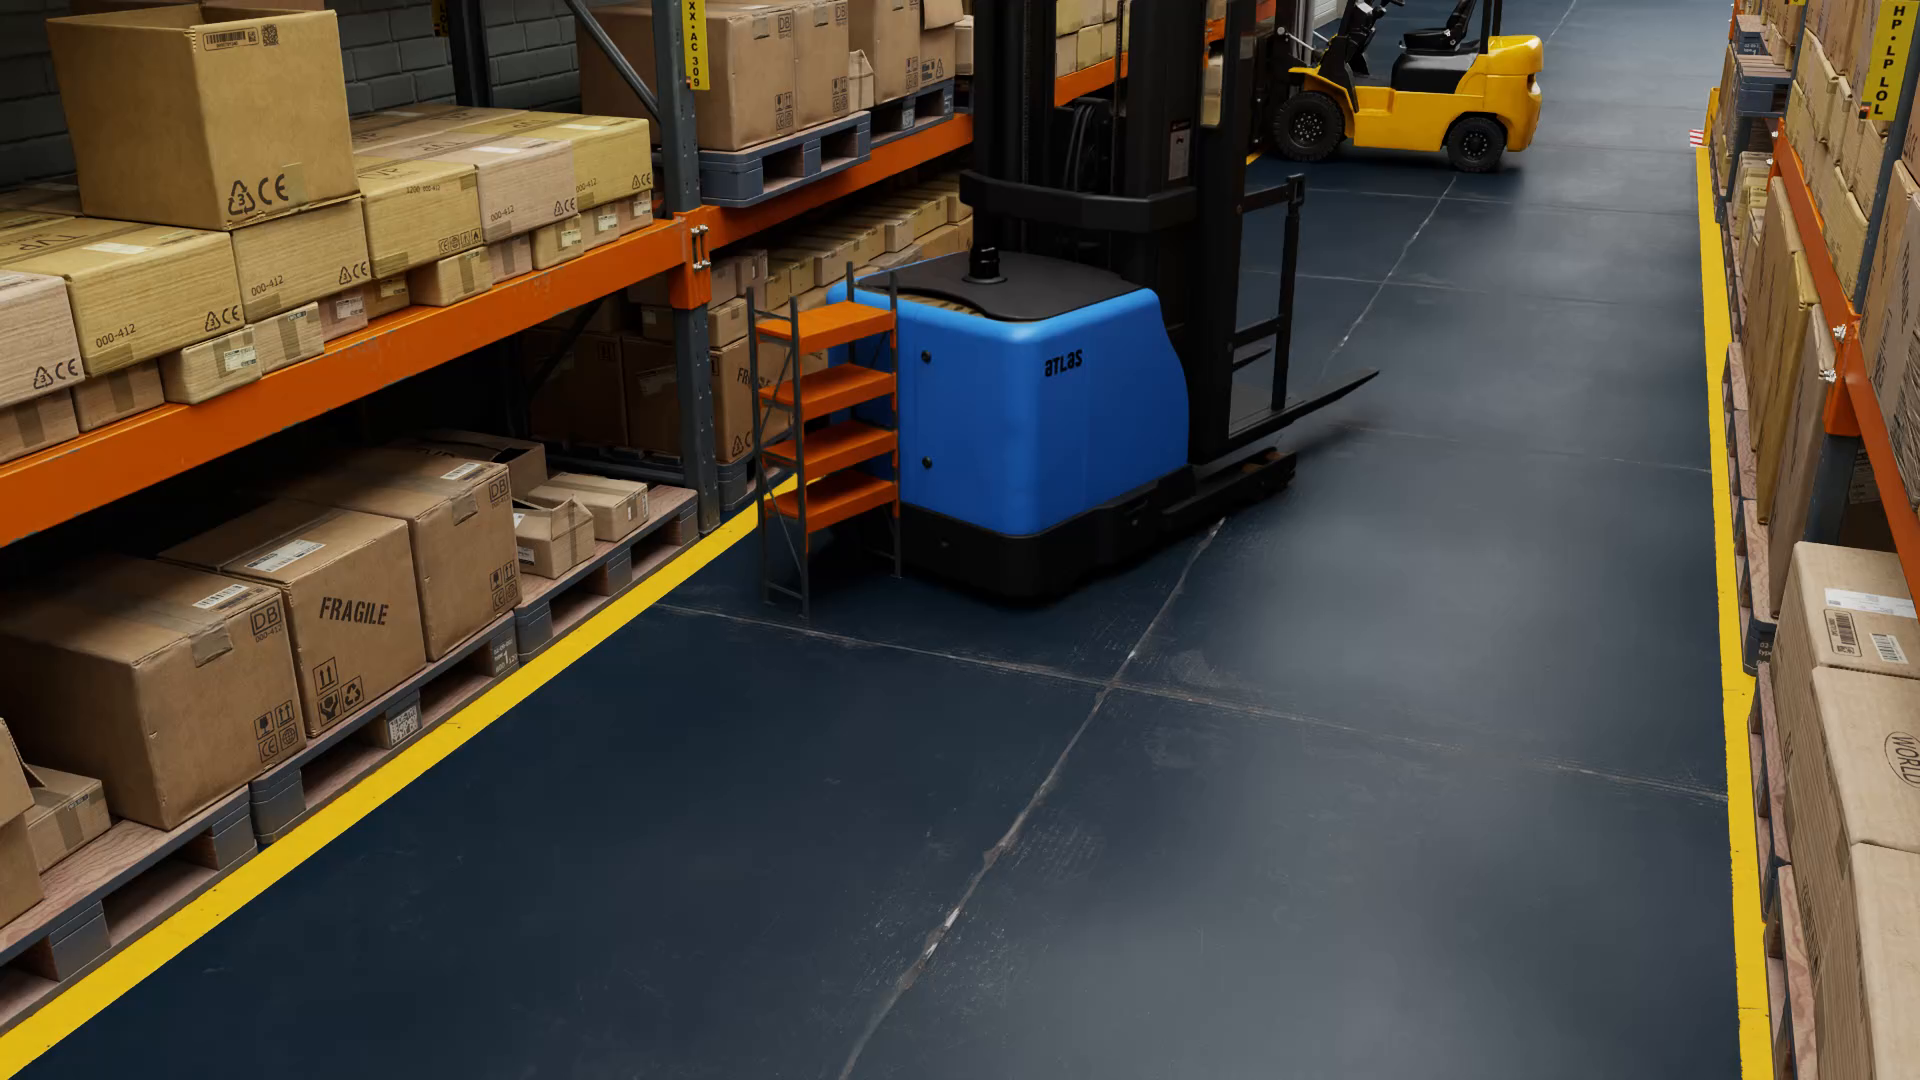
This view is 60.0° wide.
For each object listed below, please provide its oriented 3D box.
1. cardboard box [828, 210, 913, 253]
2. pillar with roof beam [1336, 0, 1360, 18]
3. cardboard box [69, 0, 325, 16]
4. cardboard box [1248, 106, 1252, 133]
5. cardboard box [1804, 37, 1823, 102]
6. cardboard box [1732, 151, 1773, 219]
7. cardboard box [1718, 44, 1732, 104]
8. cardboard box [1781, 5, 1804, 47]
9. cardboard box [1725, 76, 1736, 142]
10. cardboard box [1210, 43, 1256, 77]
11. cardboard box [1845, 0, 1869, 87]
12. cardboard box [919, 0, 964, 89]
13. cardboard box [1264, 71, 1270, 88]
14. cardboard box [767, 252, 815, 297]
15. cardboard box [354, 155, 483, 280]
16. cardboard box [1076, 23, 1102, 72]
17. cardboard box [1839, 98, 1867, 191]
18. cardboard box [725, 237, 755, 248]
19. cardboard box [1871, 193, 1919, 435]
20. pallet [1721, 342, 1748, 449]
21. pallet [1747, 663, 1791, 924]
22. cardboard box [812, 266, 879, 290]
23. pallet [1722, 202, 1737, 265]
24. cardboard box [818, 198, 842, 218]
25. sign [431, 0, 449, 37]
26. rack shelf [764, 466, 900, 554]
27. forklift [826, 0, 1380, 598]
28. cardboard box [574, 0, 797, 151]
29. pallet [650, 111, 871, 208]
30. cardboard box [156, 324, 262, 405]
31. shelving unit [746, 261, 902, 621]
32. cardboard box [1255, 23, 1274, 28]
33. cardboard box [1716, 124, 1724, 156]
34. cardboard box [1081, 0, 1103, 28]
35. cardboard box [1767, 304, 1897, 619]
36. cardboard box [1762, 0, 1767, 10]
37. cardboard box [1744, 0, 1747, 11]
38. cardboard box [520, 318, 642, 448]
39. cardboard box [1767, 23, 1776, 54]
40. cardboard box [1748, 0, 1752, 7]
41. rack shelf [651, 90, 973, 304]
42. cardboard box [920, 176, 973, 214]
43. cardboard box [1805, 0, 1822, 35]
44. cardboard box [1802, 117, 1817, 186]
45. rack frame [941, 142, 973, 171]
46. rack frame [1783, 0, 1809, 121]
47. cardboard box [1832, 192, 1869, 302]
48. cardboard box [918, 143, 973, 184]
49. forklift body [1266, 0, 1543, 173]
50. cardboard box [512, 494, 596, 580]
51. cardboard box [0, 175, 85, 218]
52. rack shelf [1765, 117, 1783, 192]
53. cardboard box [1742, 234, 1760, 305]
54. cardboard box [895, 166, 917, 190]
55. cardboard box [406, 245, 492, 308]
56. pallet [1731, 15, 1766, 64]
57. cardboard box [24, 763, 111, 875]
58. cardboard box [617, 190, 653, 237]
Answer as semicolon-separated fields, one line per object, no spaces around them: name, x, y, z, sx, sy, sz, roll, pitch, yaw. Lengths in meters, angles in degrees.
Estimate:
cardboard box;-0.458;-1.578;8.492;0.380;0.149;0.250;8;24;18
pillar with roof beam;10.340;-12.110;24.067;9.100;9.000;0.400;9;24;20
cardboard box;-2.277;-1.409;5.068;0.500;0.500;0.500;8;24;19
cardboard box;2.333;-3.774;14.915;0.500;0.250;0.500;9;24;21
cardboard box;4.008;-2.043;7.295;0.500;0.250;0.500;9;24;21
cardboard box;5.912;-2.437;11.556;0.950;0.372;0.625;9;24;21
cardboard box;7.026;-4.088;14.696;0.500;0.500;0.500;8;24;18
cardboard box;4.530;-2.792;8.481;0.500;0.500;0.500;8;24;19
cardboard box;6.263;-3.347;12.921;0.500;0.500;0.500;9;24;21
cardboard box;2.339;-4.229;14.707;0.500;0.250;0.500;10;25;22
cardboard box;3.458;-1.849;5.858;0.500;0.500;0.500;10;24;22
cardboard box;-0.426;-2.552;8.290;0.797;0.503;0.637;8;24;19
cardboard box;2.532;-4.177;15.232;0.500;0.250;0.500;9;24;20
cardboard box;-0.891;-1.224;7.644;0.380;0.149;0.250;8;24;19
cardboard box;-1.809;-0.983;5.020;0.500;0.250;0.500;9;24;20
cardboard box;0.592;-3.155;10.607;0.500;0.250;0.500;8;24;19
cardboard box;3.250;-1.315;5.552;0.500;0.250;0.500;9;24;21
cardboard box;-1.210;-1.372;8.000;0.380;0.149;0.250;9;24;22
cardboard box;2.525;-0.517;3.966;0.500;0.500;0.500;9;24;20
pallet;4.256;-0.654;8.042;1.003;0.211;1.213;9;24;20
pallet;2.778;0.767;4.640;1.003;0.211;1.213;9;24;20
cardboard box;-0.710;-1.041;8.049;0.500;0.500;0.500;8;24;18
pallet;5.817;-2.078;11.451;1.003;0.211;1.213;9;24;20
cardboard box;-0.855;-1.743;8.888;0.380;0.149;0.250;8;24;19
sign;-1.993;-2.102;6.389;0.100;0.325;0.005;9;24;20
rack shelf;-0.481;-0.117;6.164;0.258;0.148;0.480;19;29;38
forklift;0.823;-1.631;6.851;1.130;2.935;3.031;19;29;37
cardboard box;-1.089;-1.871;6.663;0.700;0.500;0.500;9;24;21
pallet;-1.079;-1.672;7.110;1.003;0.211;1.213;9;24;20
cardboard box;-2.061;-0.475;4.321;0.380;0.149;0.250;8;24;19
shelving unit;-0.481;-0.363;6.061;0.258;1.200;0.503;19;29;38
cardboard box;3.099;-4.961;16.461;0.500;0.250;0.500;10;25;22
cardboard box;6.647;-3.372;13.954;0.500;0.250;0.500;11;25;24
cardboard box;0.588;-3.386;10.510;0.500;0.250;0.500;10;25;22
cardboard box;3.289;-0.227;5.614;0.875;0.875;0.875;10;25;22
cardboard box;5.282;-3.540;10.272;0.500;0.500;0.500;9;24;20
cardboard box;6.816;-4.510;13.981;0.380;0.149;0.250;9;24;21
cardboard box;-1.569;-0.748;7.348;0.500;0.500;0.500;9;24;20
cardboard box;4.797;-2.833;9.422;0.380;0.149;0.250;9;24;21
cardboard box;6.412;-4.393;12.860;0.500;0.500;0.500;9;24;22
rack shelf;-0.734;-1.874;8.277;1.077;0.370;4.000;9;24;20
cardboard box;-0.012;-1.946;9.374;0.380;0.149;0.250;7;24;17
cardboard box;4.209;-2.578;7.603;0.500;0.500;0.500;8;24;18
cardboard box;3.829;-1.631;6.957;0.500;0.250;0.500;10;25;22
rack frame;0.009;-2.921;9.852;1.000;3.000;0.127;9;24;20
rack frame;4.619;-2.212;8.154;1.000;3.000;0.127;9;24;20
cardboard box;3.066;-0.908;5.227;0.500;0.250;0.500;8;24;19
cardboard box;0.253;-2.241;10.759;0.875;0.625;0.625;10;25;22
forklift body;3.970;-4.453;14.620;2.313;2.155;1.214;9;24;20
cardboard box;-1.544;-0.053;5.988;0.396;0.266;0.258;10;25;22
cardboard box;-2.463;-0.877;4.767;0.500;0.250;0.500;9;24;20
rack shelf;5.362;-2.596;10.006;1.077;0.370;4.000;9;24;20
cardboard box;4.838;-1.394;9.060;0.950;0.372;0.625;7;24;16
cardboard box;-0.474;-2.119;9.788;0.380;0.149;0.250;10;25;23
cardboard box;-1.703;-0.846;5.209;0.380;0.149;0.250;8;24;19
pallet;5.686;-3.302;11.013;1.003;0.211;1.213;9;24;20
cardboard box;-2.453;0.711;4.309;0.380;0.149;0.250;8;24;18
cardboard box;-1.361;-1.224;6.114;0.380;0.149;0.250;9;24;21
